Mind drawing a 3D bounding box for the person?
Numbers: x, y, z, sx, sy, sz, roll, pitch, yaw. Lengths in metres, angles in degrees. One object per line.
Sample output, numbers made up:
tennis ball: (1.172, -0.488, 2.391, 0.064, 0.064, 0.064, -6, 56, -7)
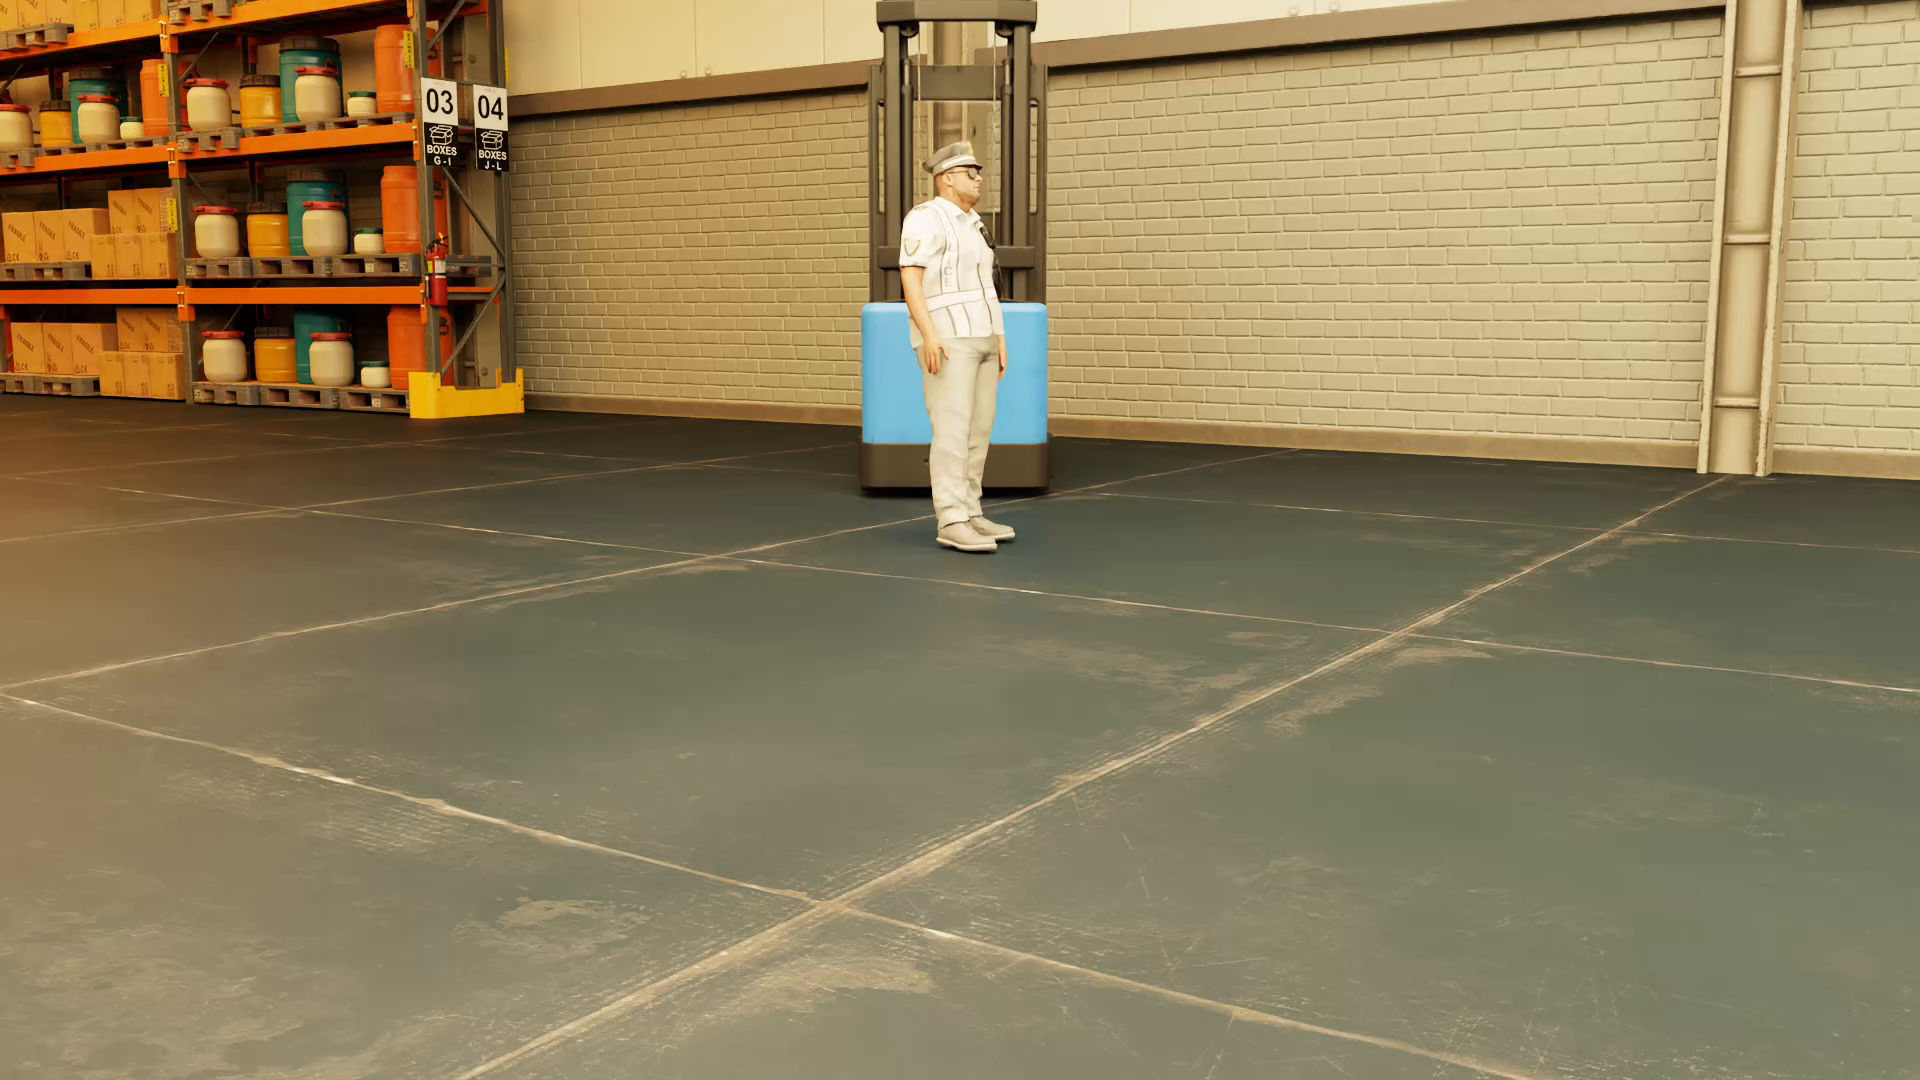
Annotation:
person: (0.058, -0.881, 7.425, 0.575, 1.779, 0.640, 5, 10, 34)

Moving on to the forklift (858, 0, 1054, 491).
forklift: (-0.009, -1.882, 10.425, 1.130, 2.935, 3.031, 0, 8, 1)
